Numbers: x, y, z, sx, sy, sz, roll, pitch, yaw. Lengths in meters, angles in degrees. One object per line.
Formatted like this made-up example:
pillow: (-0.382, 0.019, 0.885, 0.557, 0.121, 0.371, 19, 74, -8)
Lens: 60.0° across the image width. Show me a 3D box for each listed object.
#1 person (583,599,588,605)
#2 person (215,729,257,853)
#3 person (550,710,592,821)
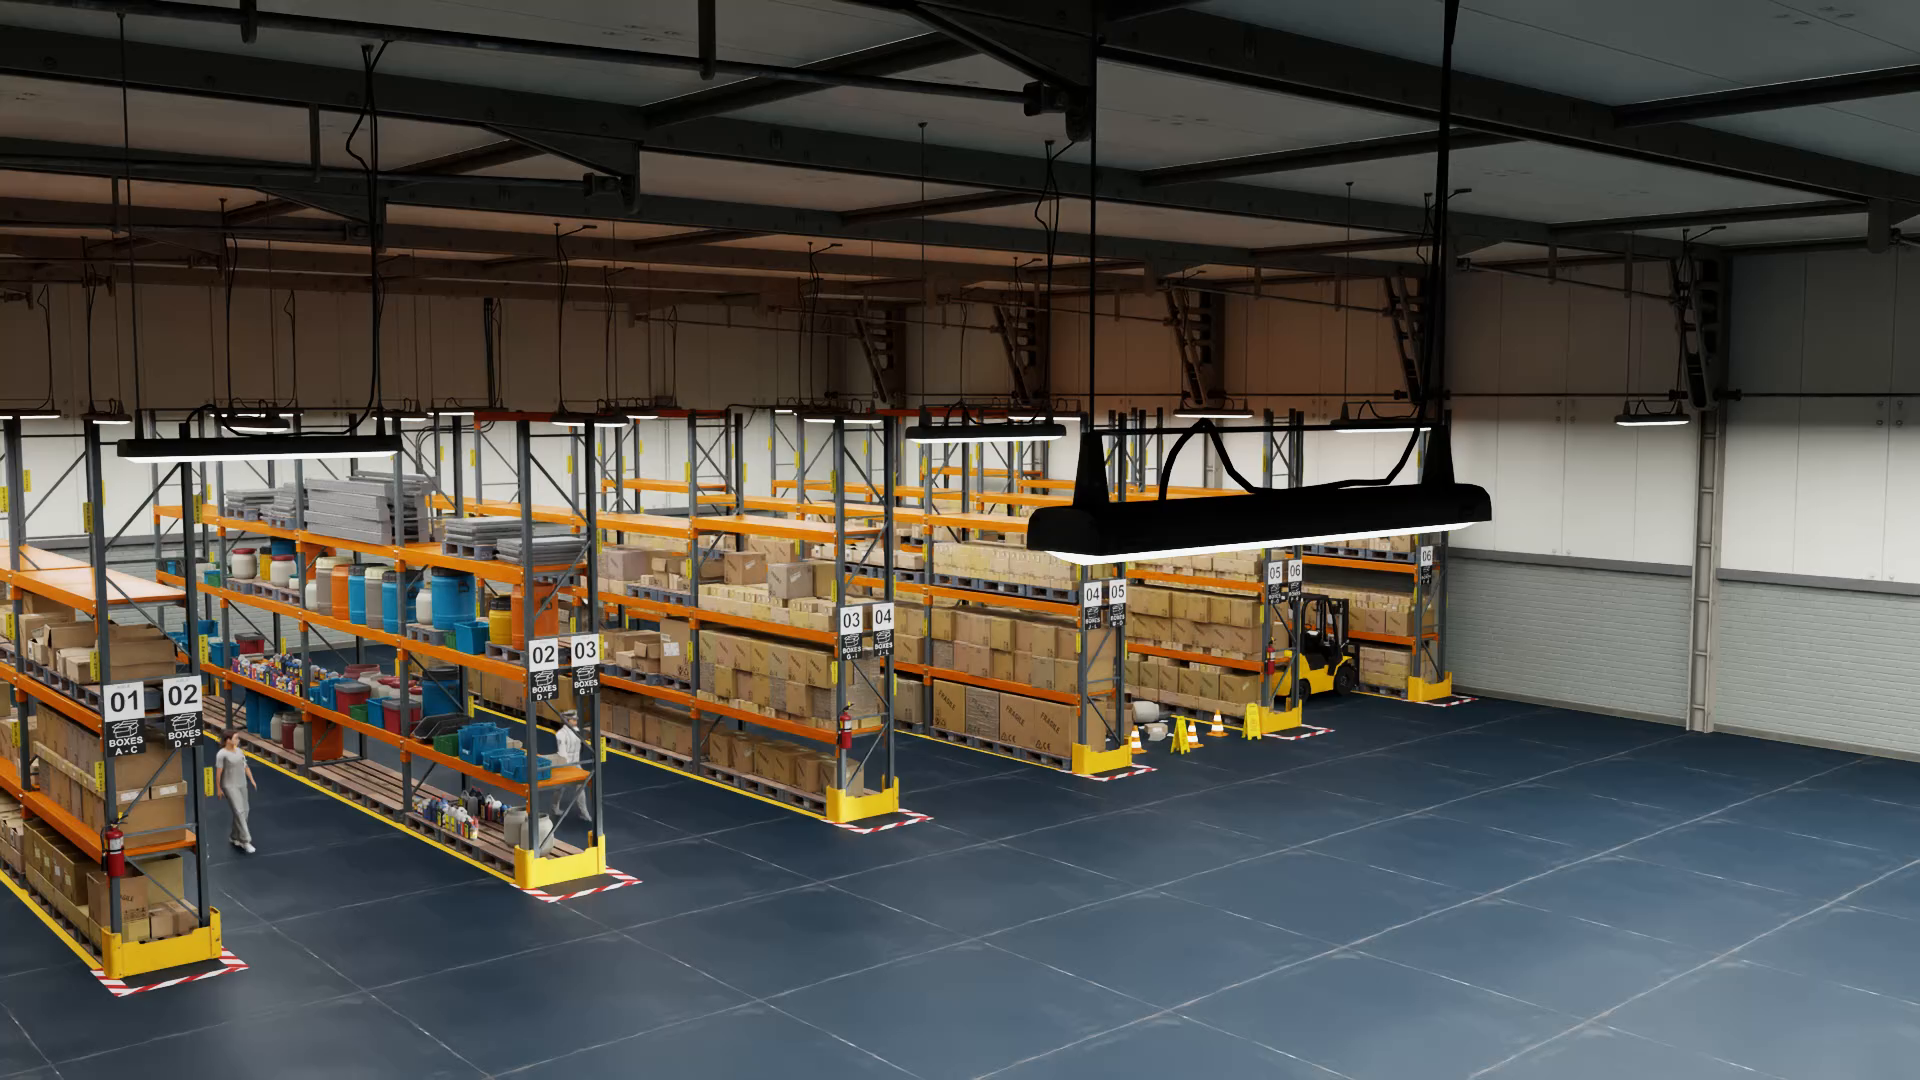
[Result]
person: (-8.621, 2.165, 37.945, 0.666, 1.682, 0.650, -3, 6, -32)
person: (-10.018, 3.473, 23.206, 0.739, 1.659, 0.465, 2, 5, 23)
person: (-5.783, 3.334, 24.779, 0.934, 1.616, 0.467, 4, 6, 39)
